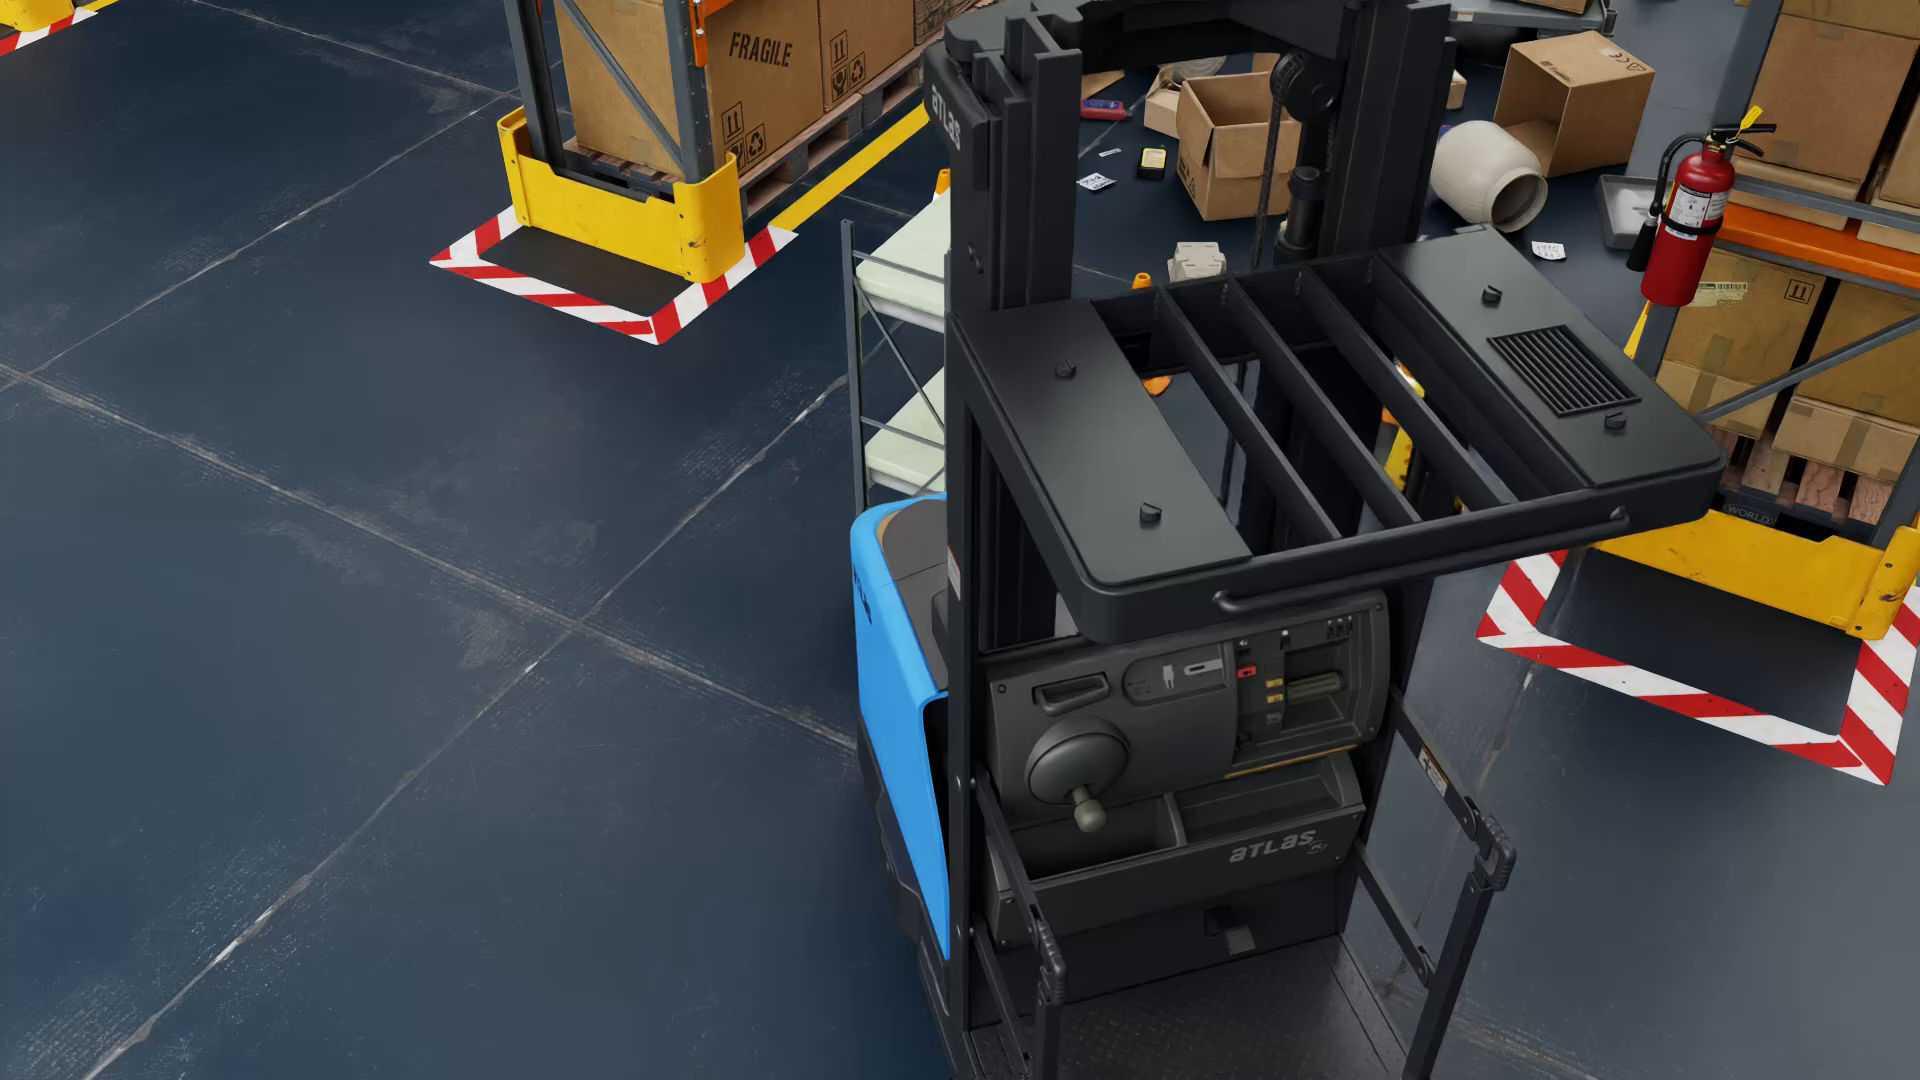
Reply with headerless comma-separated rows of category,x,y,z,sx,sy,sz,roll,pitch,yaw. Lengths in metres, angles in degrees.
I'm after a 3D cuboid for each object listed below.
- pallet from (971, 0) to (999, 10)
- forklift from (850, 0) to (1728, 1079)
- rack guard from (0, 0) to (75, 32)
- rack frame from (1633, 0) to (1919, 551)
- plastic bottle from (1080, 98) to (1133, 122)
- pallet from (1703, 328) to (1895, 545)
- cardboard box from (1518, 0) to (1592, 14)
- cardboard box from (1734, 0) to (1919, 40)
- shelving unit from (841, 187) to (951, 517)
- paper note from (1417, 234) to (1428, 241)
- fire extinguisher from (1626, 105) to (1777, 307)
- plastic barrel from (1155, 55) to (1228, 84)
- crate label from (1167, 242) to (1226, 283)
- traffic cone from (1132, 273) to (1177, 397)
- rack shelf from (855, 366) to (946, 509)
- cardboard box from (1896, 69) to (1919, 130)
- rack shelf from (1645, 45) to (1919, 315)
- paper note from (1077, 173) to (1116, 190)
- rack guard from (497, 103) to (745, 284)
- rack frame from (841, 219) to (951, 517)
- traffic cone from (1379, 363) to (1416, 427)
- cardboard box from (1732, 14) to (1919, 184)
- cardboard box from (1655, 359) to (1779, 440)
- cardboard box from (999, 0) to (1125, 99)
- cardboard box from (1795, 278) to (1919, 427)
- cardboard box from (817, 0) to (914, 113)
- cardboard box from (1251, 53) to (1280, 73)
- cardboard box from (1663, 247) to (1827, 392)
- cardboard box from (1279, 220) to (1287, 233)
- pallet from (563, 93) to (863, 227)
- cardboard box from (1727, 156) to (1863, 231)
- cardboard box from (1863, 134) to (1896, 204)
pallet,-0.004,-3.416,9.970,1.003,0.211,1.213,21,45,22
forklift,0.580,0.460,3.510,1.130,2.935,3.031,-11,43,-12
rack guard,-5.764,-3.387,9.717,1.175,0.500,0.348,21,45,22
rack frame,2.778,-1.004,5.120,1.000,3.000,0.127,21,45,22
plastic bottle,0.775,-2.268,8.779,0.283,0.061,0.133,7,42,8
pallet,3.254,-0.454,6.606,1.003,0.211,1.213,21,45,22
cardboard box,3.224,-3.210,8.944,0.500,0.500,0.500,21,45,22
cardboard box,2.845,-1.893,5.072,0.700,0.500,0.500,20,45,21
shelving unit,-0.003,-0.559,5.750,0.431,1.500,0.755,21,45,22
paper note,2.175,-1.410,7.844,0.032,0.001,0.123,21,45,22
fire extinguisher,2.322,-1.062,5.245,0.296,0.674,0.183,21,45,22
plastic barrel,1.204,-2.749,9.051,0.421,0.421,0.512,-14,43,-15
crate label,1.085,-1.245,7.560,0.250,0.136,0.298,0,41,0
traffic cone,0.746,-0.897,6.918,0.336,0.463,0.334,21,45,22
rack shelf,-0.003,-0.314,5.965,0.431,0.370,0.720,21,45,22
cardboard box,3.512,-1.630,5.530,0.500,0.500,0.500,22,46,23
rack shelf,3.779,-1.878,6.658,1.077,0.370,4.000,21,45,22
paper note,0.676,-1.780,8.250,0.142,0.017,0.144,-29,49,-29
rack guard,-1.570,-1.631,7.724,1.175,0.500,0.348,21,45,22
rack frame,-0.186,-0.350,5.512,0.400,1.500,0.023,21,45,22
traffic cone,1.877,-0.724,6.723,0.336,0.463,0.334,21,45,22
cardboard box,2.811,-1.555,5.445,0.500,0.500,0.500,20,45,21
cardboard box,2.962,-0.695,6.532,0.500,0.250,0.500,21,45,22
cardboard box,0.555,-2.707,8.944,0.500,0.500,0.500,29,49,29
cardboard box,3.433,-0.795,6.078,0.500,0.500,0.500,19,45,21
cardboard box,-0.837,-2.857,8.515,0.875,0.875,0.875,20,45,21
cardboard box,1.926,-2.498,8.603,0.797,0.637,0.503,21,45,22
cardboard box,2.954,-0.956,6.261,0.500,0.500,0.500,21,46,22
cardboard box,1.685,-1.352,7.672,0.250,0.149,0.380,-21,45,-22
pallet,-1.225,-2.020,8.384,1.003,0.211,1.213,21,45,22
cardboard box,2.780,-1.194,5.527,0.380,0.149,0.250,22,46,23
cardboard box,3.242,-1.185,5.516,0.380,0.149,0.250,22,46,23
